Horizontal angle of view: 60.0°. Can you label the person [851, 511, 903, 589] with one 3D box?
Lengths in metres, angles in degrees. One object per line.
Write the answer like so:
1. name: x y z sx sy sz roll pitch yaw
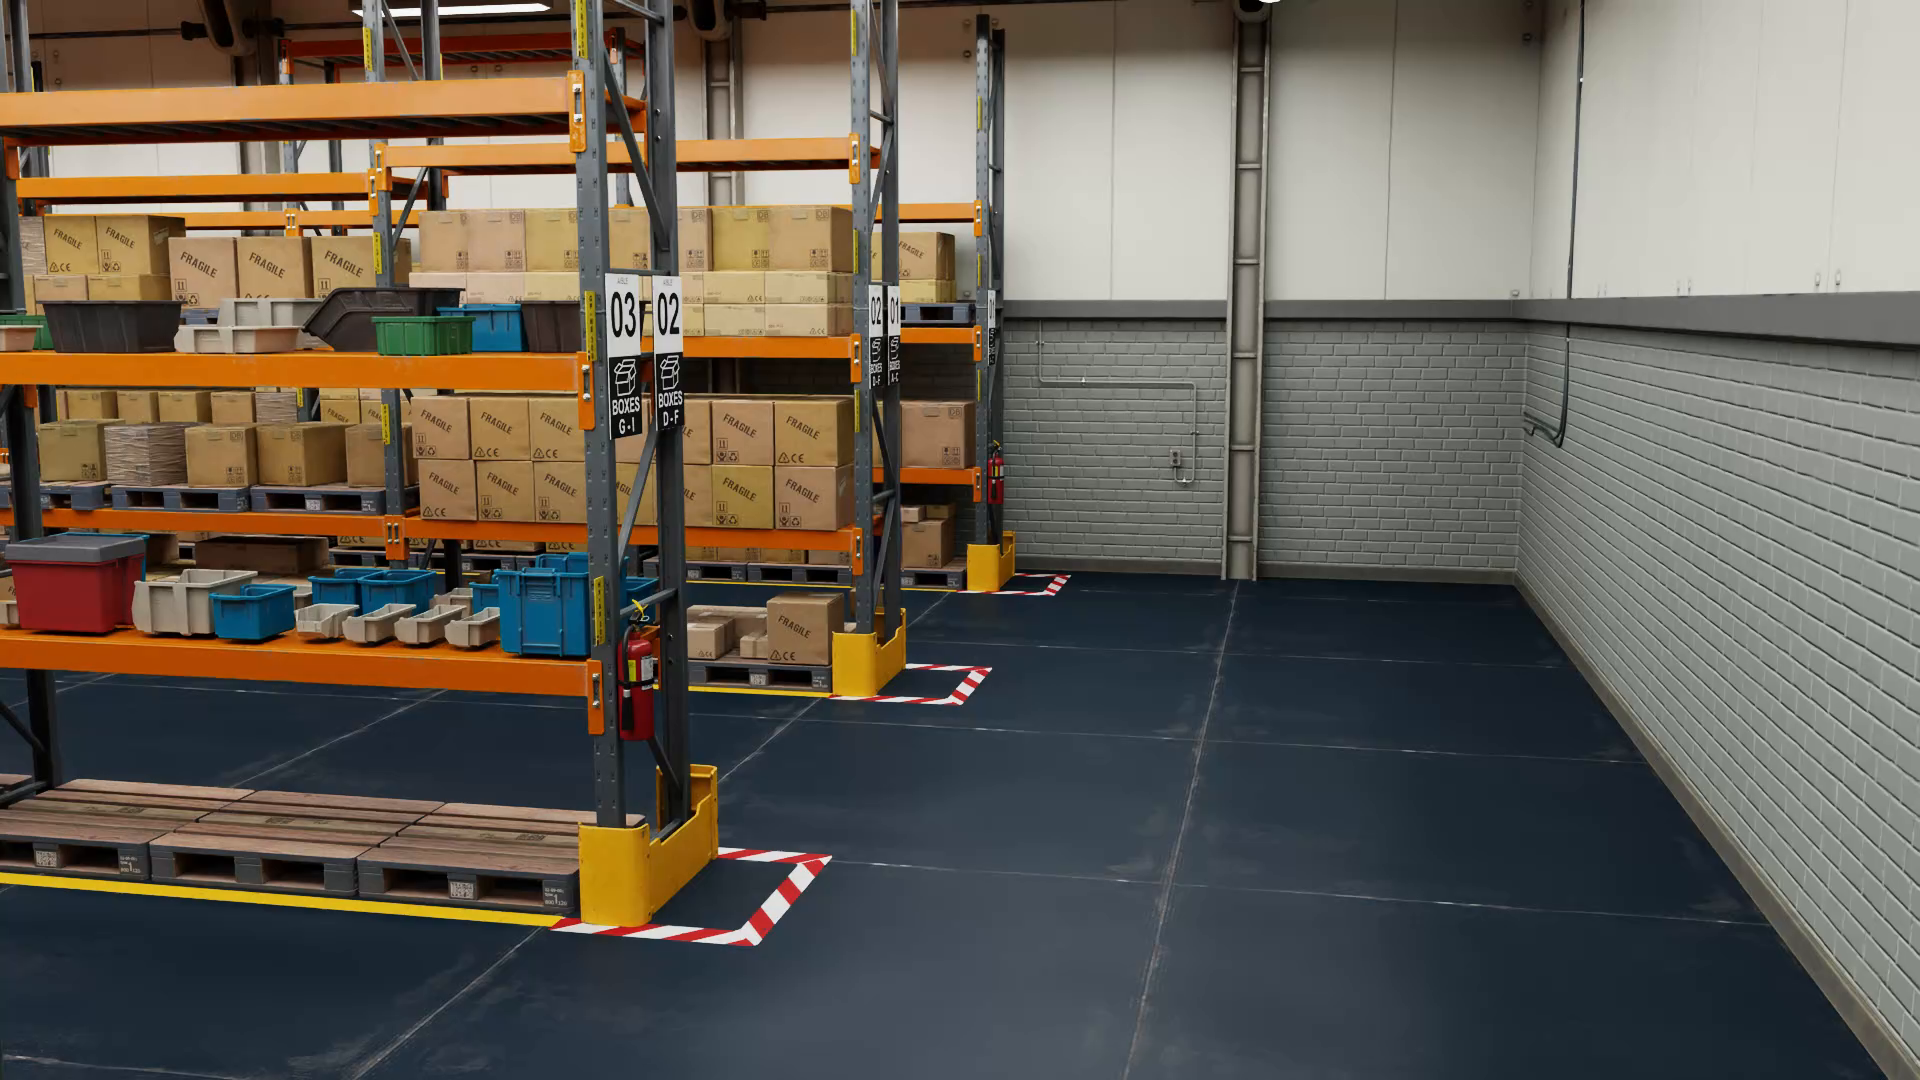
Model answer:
1. person: -0.754 0.270 15.703 0.500 1.168 0.726 2 8 11
